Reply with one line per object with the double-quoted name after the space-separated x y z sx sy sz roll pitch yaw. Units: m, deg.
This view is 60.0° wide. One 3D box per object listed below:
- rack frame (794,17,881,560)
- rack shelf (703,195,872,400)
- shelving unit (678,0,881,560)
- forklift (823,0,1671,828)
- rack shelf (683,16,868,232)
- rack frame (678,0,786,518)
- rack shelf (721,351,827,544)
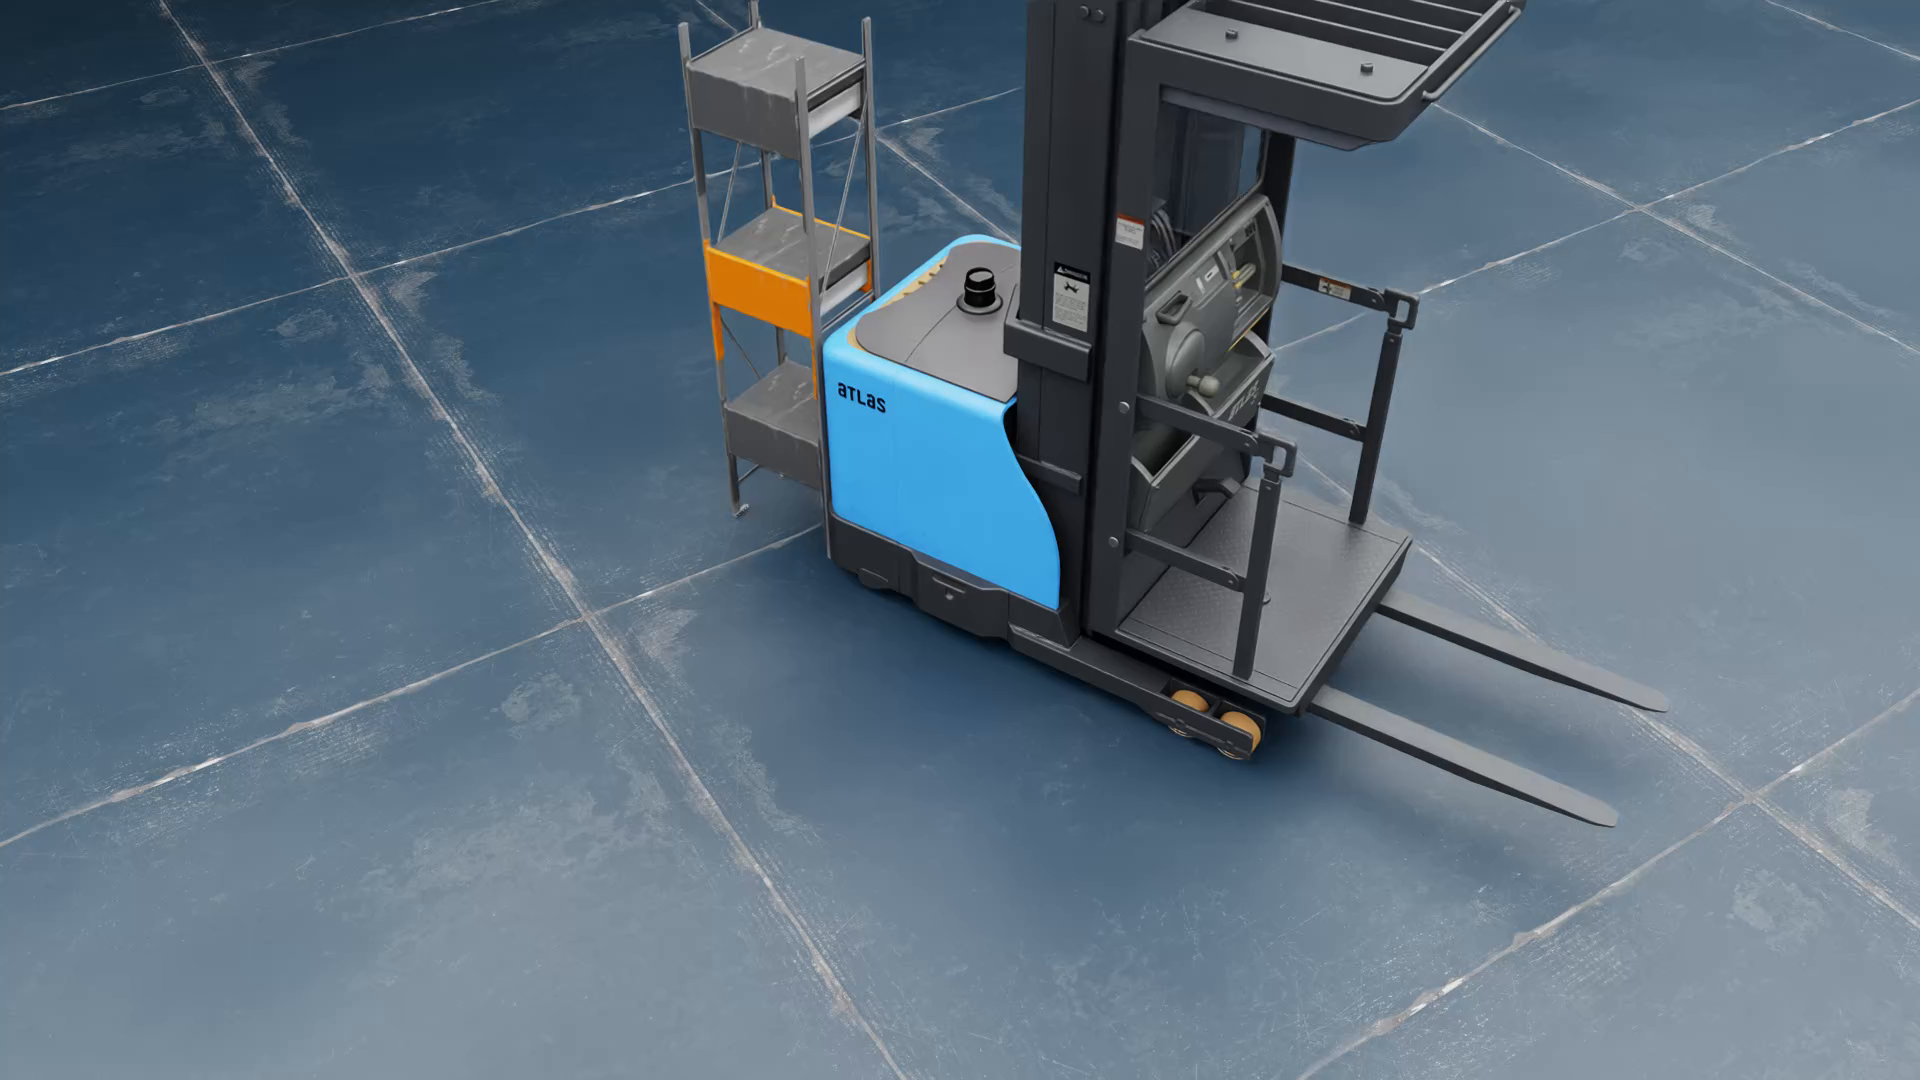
-0.415 -0.837 6.114 0.015 2.100 0.400 23 45 25 "rack frame"
-0.619 -0.912 6.226 0.480 0.518 0.431 23 45 25 "rack shelf"
-0.619 -0.923 6.217 0.503 2.100 0.431 23 45 25 "shelving unit"
1.005 -0.749 5.359 3.031 2.935 1.130 23 45 25 "forklift"
-0.619 -1.450 5.778 0.480 0.518 0.431 23 45 25 "rack shelf"
-0.823 -1.008 6.320 0.015 2.100 0.400 23 45 25 "rack frame"
-0.619 -0.375 6.674 0.480 0.518 0.431 23 45 25 "rack shelf"
